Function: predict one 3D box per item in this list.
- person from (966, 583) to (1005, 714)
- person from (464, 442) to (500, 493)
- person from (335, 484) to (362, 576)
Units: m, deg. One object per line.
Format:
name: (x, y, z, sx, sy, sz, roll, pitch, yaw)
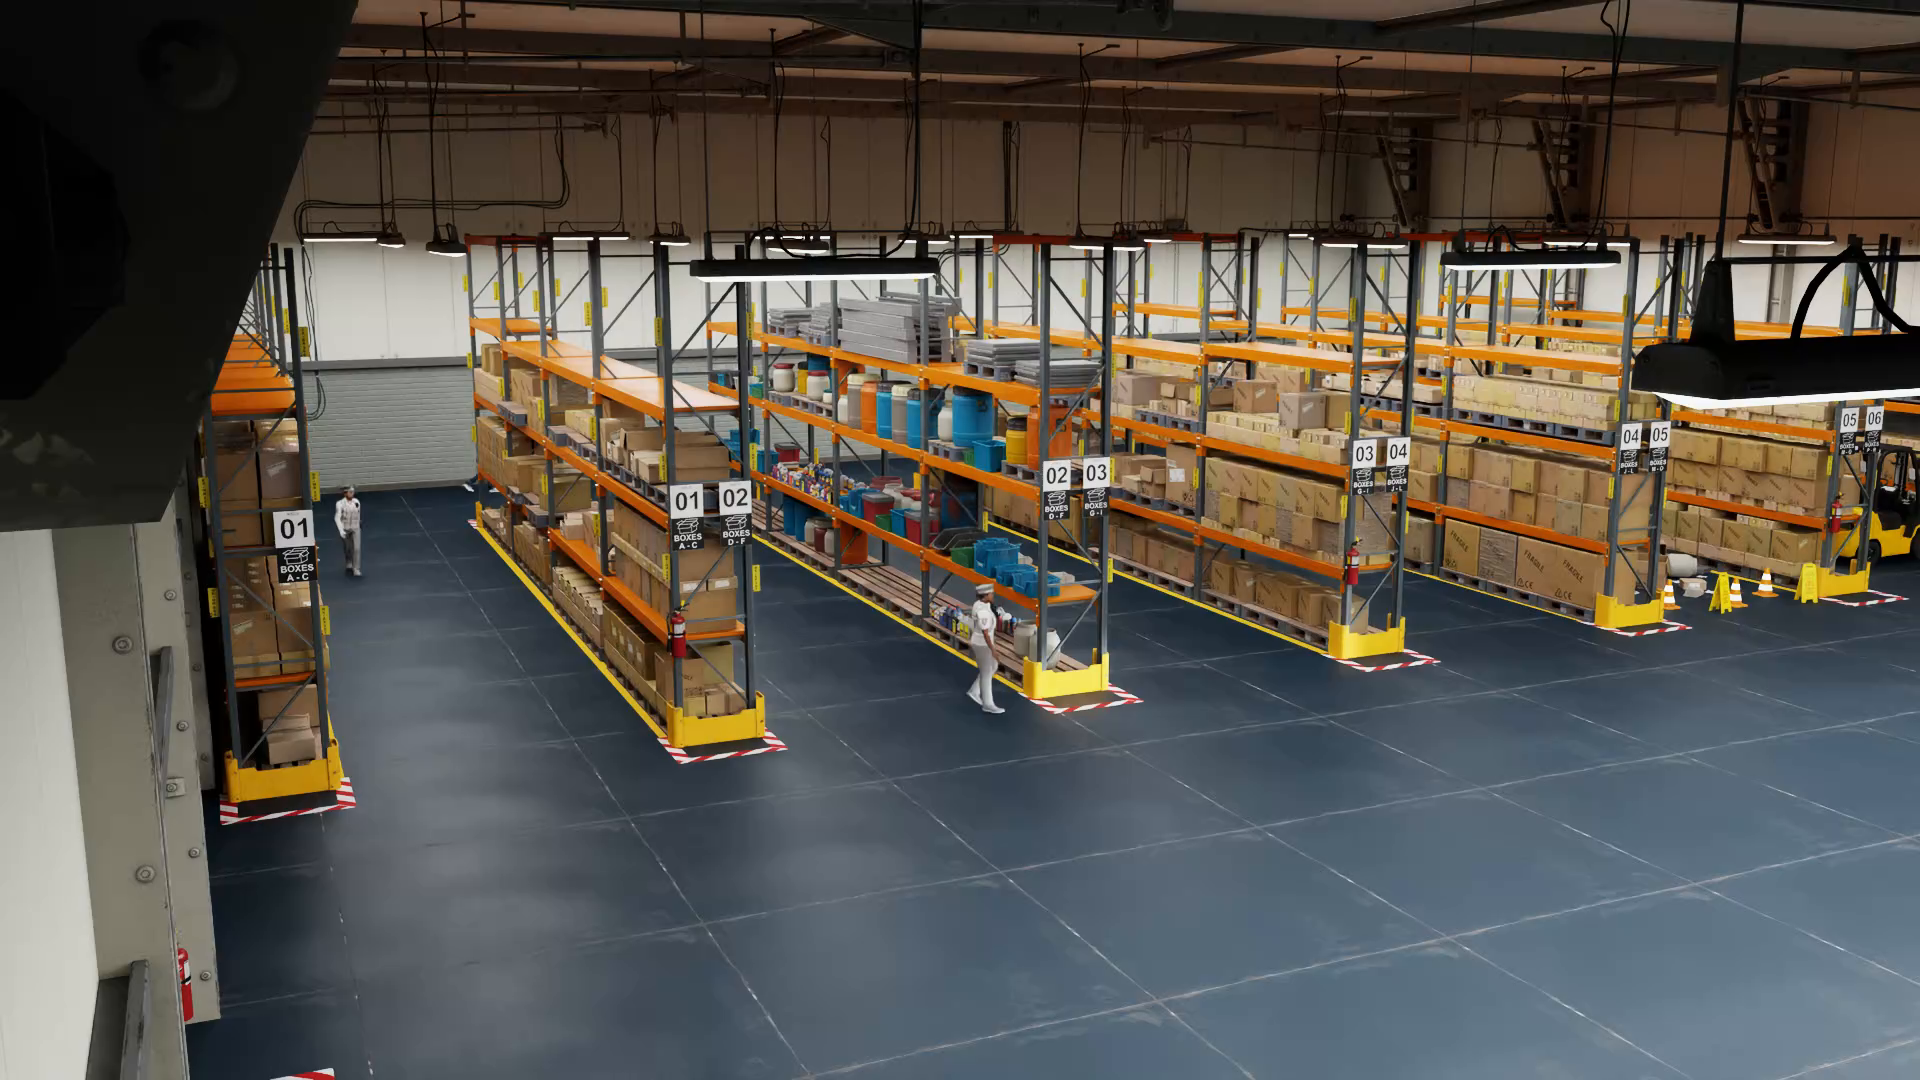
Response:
person: (0.337, 1.385, 21.590, 0.485, 1.676, 0.583, 0, 11, 0)
person: (-11.111, -1.812, 38.579, 0.808, 1.464, 0.506, -2, 11, -8)
person: (-10.969, -0.200, 29.855, 0.450, 1.633, 0.962, -4, 12, -18)
